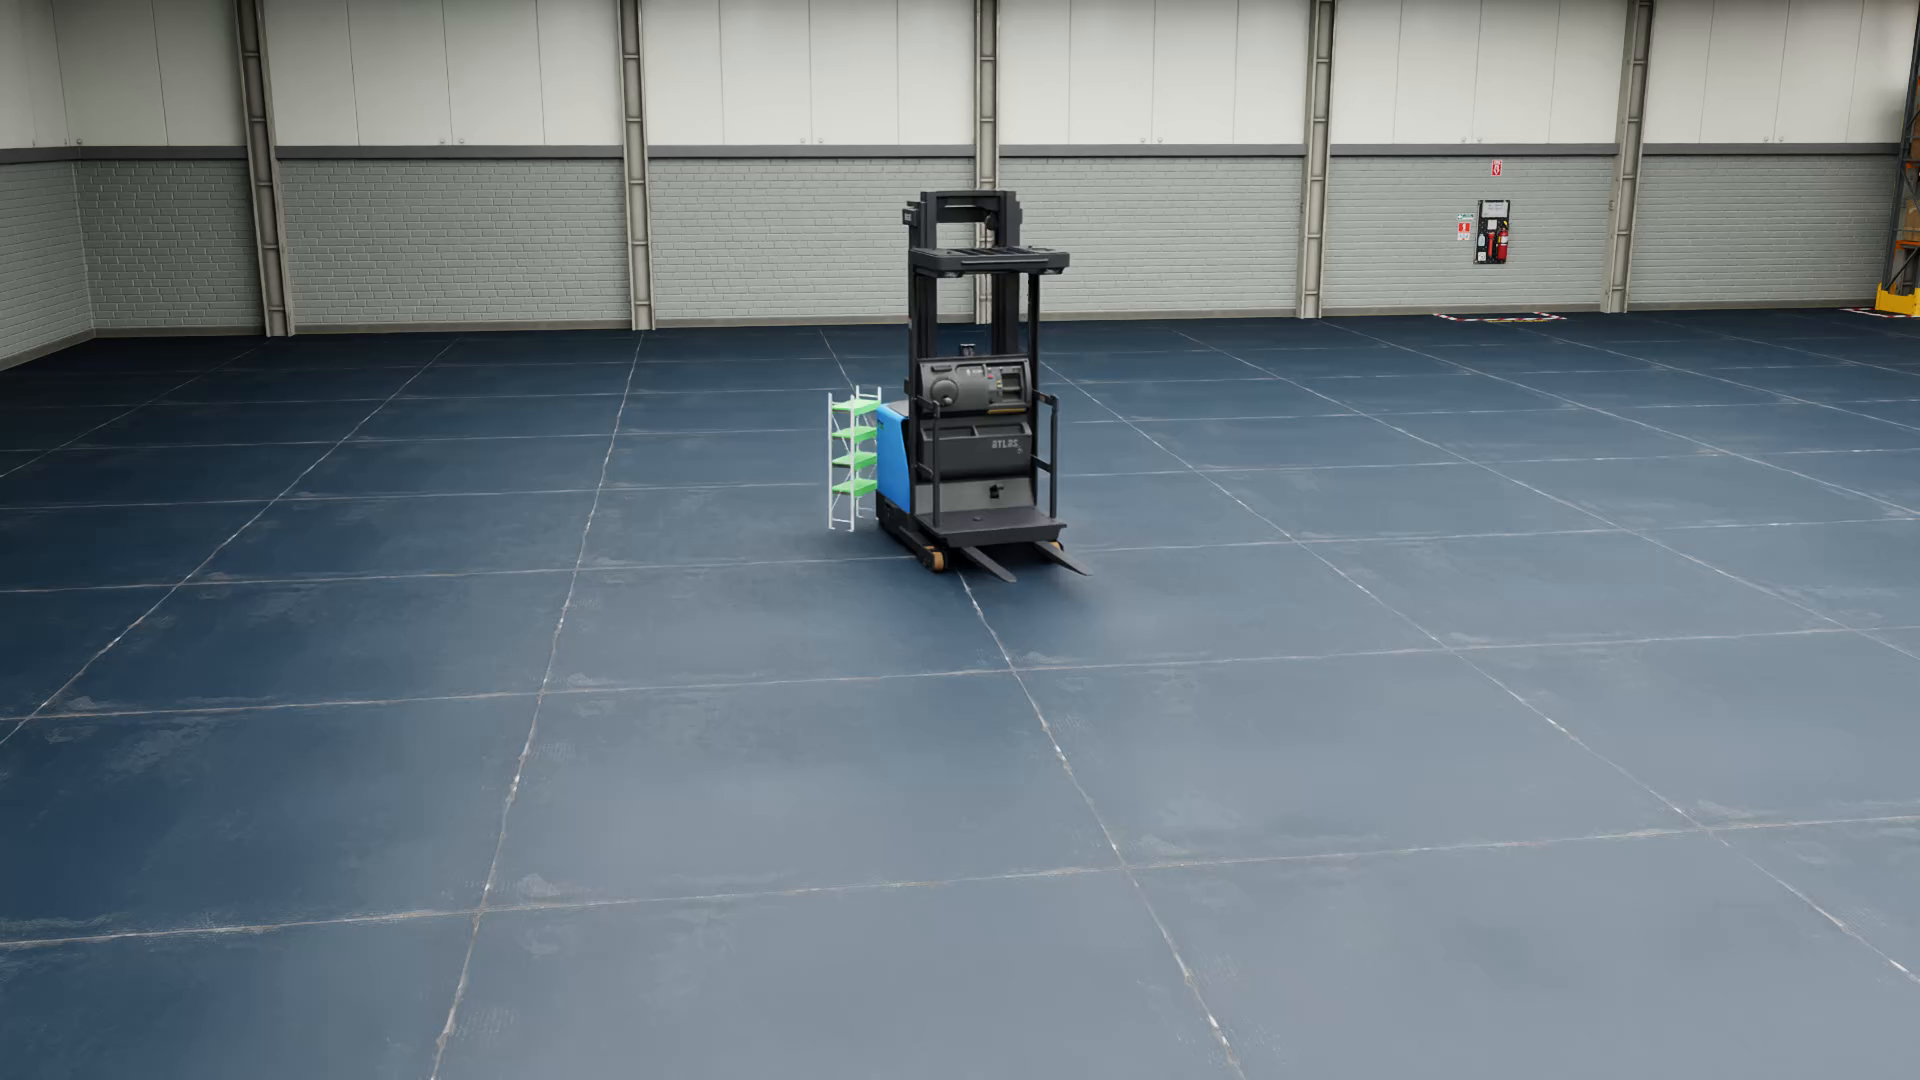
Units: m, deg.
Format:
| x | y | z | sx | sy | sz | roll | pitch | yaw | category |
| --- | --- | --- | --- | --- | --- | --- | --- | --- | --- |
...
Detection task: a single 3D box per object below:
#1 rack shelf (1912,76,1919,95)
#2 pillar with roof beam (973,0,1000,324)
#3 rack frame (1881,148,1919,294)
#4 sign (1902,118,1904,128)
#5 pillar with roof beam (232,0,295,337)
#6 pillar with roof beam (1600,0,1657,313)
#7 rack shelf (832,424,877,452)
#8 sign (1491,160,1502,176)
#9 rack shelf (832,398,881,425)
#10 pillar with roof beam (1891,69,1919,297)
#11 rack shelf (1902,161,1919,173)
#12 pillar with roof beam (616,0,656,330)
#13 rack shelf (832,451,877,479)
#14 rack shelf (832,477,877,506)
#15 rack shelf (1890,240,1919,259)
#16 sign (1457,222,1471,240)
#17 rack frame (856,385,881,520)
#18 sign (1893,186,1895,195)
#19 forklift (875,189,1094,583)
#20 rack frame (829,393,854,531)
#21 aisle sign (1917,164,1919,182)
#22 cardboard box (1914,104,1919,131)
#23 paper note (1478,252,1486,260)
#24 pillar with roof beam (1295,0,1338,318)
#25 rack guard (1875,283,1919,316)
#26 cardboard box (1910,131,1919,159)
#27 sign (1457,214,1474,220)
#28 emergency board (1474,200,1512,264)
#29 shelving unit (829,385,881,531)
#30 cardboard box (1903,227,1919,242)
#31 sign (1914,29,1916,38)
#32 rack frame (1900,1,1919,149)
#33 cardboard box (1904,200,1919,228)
| x | y | z | sx | sy | sz | roll | pitch | yaw | category |
| --- | --- | --- | --- | --- | --- | --- | --- | --- | --- |
| 19.673 | -8.379 | 30.618 | 4.000 | 0.370 | 1.077 | -2 | 14 | -8 | rack shelf |
| 1.101 | -7.202 | 24.442 | 0.400 | 9.000 | 9.100 | -2 | 14 | -8 | pillar with roof beam |
| 17.695 | -5.747 | 30.971 | 0.127 | 3.000 | 1.000 | -2 | 14 | -8 | rack frame |
| 17.632 | -7.766 | 31.034 | 0.005 | 0.325 | 0.100 | -2 | 14 | -8 | sign |
| -10.766 | -6.768 | 22.708 | 0.400 | 9.000 | 9.100 | -2 | 14 | -8 | pillar with roof beam |
| 12.967 | -7.637 | 26.176 | 0.400 | 9.000 | 9.100 | -2 | 14 | -8 | pillar with roof beam |
| -0.921 | -0.895 | 14.589 | 0.258 | 0.148 | 0.480 | 8 | 16 | 24 | rack shelf |
| 9.853 | -6.831 | 30.527 | 0.199 | 0.298 | 0.001 | -2 | 14 | -8 | sign |
| -0.918 | -1.127 | 14.529 | 0.258 | 0.148 | 0.480 | 8 | 16 | 24 | rack shelf |
| 18.900 | -7.855 | 27.043 | 0.400 | 9.000 | 9.100 | -2 | 14 | -8 | pillar with roof beam |
| 19.673 | -6.925 | 30.983 | 4.000 | 0.370 | 1.077 | -2 | 14 | -8 | rack shelf |
| -4.833 | -6.985 | 23.575 | 0.400 | 9.000 | 9.100 | -2 | 14 | -8 | pillar with roof beam |
| -0.925 | -0.662 | 14.649 | 0.258 | 0.148 | 0.480 | 8 | 16 | 24 | rack shelf |
| -0.929 | -0.430 | 14.709 | 0.258 | 0.148 | 0.480 | 8 | 16 | 24 | rack shelf |
| 19.673 | -5.471 | 31.348 | 4.000 | 0.370 | 1.077 | -2 | 14 | -8 | rack shelf |
| 9.314 | -5.705 | 30.729 | 0.234 | 0.329 | 0.001 | -2 | 14 | -8 | sign |
| -0.819 | -0.778 | 14.847 | 0.240 | 1.200 | 0.015 | 8 | 16 | 24 | rack frame |
| 17.632 | -6.596 | 31.327 | 0.005 | 0.325 | 0.100 | -2 | 14 | -8 | sign |
| 0.198 | -1.276 | 13.286 | 1.130 | 2.935 | 3.031 | -5 | 15 | -18 | forklift |
| -1.029 | -0.670 | 14.419 | 0.240 | 1.200 | 0.015 | 8 | 16 | 24 | rack frame |
| 17.669 | -6.933 | 30.357 | 0.004 | 0.787 | 0.394 | -2 | 14 | -8 | aisle sign |
| 18.082 | -7.824 | 30.783 | 0.500 | 0.500 | 0.500 | -1 | 14 | -6 | cardboard box |
| 9.691 | -5.266 | 30.862 | 0.142 | 0.148 | 0.016 | -2 | 14 | -8 | paper note |
| 7.034 | -7.420 | 25.309 | 0.400 | 9.000 | 9.100 | -2 | 14 | -8 | pillar with roof beam |
| 17.770 | -4.537 | 31.286 | 0.348 | 0.500 | 1.175 | -2 | 14 | -8 | rack guard |
| 18.070 | -7.336 | 30.895 | 0.500 | 0.500 | 0.500 | -1 | 14 | -4 | cardboard box |
| 9.320 | -5.960 | 30.657 | 0.331 | 0.109 | 0.001 | -2 | 14 | -8 | sign |
| 9.876 | -5.683 | 30.714 | 0.643 | 1.169 | 0.194 | -2 | 14 | -8 | emergency board |
| -0.924 | -0.724 | 14.633 | 0.258 | 1.200 | 0.503 | 8 | 16 | 24 | shelving unit |
| 18.128 | -5.748 | 31.240 | 0.500 | 0.250 | 0.500 | -2 | 14 | -7 | cardboard box |
| 17.632 | -9.321 | 30.644 | 0.005 | 0.325 | 0.100 | -2 | 14 | -8 | sign |
| 17.695 | -8.657 | 30.241 | 0.127 | 3.000 | 1.000 | -2 | 14 | -8 | rack frame |
| 18.129 | -6.116 | 31.168 | 0.500 | 0.500 | 0.500 | -2 | 14 | -9 | cardboard box |
